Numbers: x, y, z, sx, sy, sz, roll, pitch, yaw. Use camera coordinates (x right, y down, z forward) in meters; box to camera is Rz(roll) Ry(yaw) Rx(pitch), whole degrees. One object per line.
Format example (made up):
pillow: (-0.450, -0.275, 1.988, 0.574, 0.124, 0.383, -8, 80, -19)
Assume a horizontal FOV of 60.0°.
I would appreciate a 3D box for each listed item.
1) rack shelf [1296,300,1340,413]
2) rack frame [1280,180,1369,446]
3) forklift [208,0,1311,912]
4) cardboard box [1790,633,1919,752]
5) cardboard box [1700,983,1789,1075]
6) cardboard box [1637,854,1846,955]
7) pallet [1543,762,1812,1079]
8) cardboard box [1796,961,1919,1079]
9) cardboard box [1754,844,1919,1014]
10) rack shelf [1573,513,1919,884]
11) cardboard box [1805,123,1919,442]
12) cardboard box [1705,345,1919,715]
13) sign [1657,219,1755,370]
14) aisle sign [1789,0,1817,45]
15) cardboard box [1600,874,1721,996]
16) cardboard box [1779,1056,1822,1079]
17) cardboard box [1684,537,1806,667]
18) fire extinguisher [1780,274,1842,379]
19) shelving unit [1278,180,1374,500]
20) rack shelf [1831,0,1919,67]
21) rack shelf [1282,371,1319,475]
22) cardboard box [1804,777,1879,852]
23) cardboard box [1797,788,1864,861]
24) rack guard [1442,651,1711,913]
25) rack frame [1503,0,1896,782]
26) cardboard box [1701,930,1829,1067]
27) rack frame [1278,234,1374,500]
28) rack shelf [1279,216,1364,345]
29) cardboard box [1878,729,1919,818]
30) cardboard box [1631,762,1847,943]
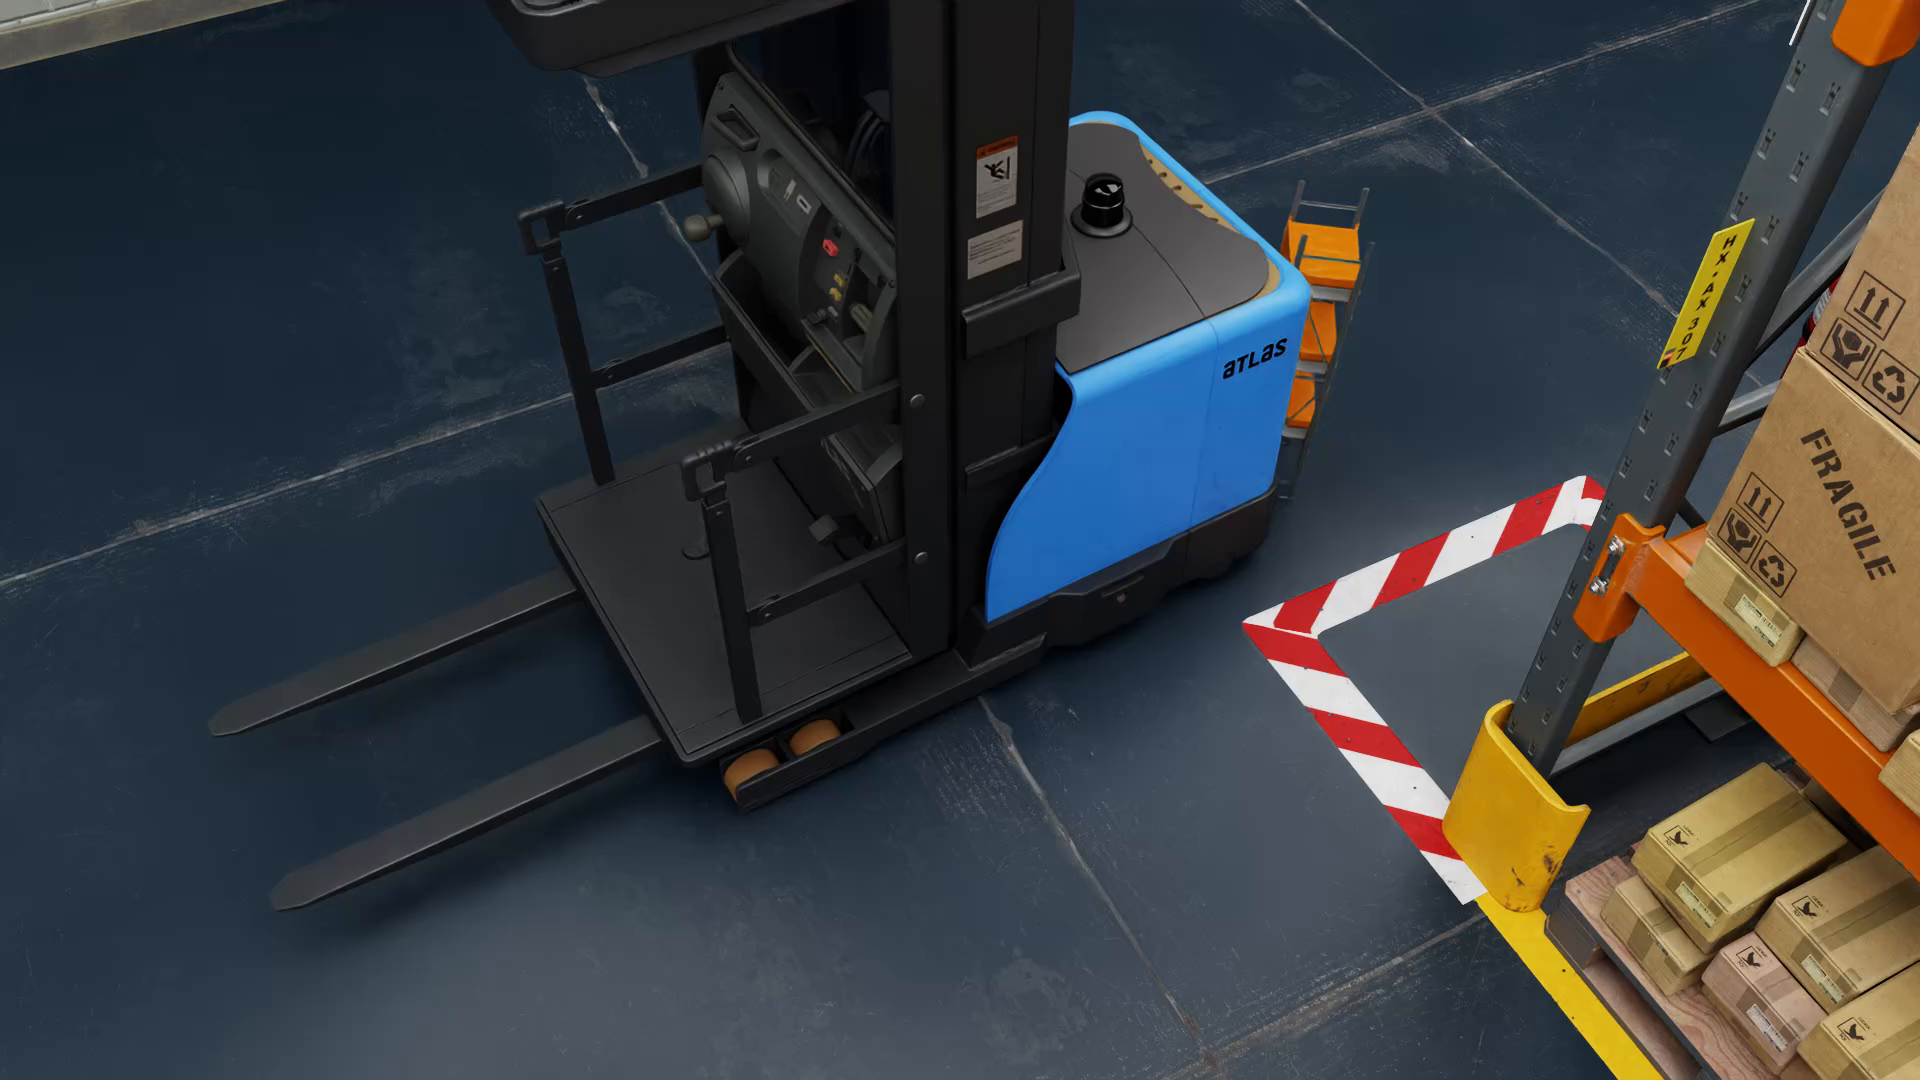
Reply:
rack shelf: (1.018, -0.570, 5.057, 0.215, 0.259, 0.240, 7, 49, 1)
rack frame: (1.031, -0.669, 5.128, 0.200, 1.050, 0.008, 7, 49, 1)
forklift: (-0.574, -0.687, 3.904, 3.031, 2.935, 1.130, -24, 53, -20)
cardboard box: (1.871, 0.216, 3.235, 0.380, 0.149, 0.250, -19, 52, -16)
cardboard box: (2.009, 1.056, 3.949, 0.380, 0.149, 0.250, -21, 52, -18)
cardboard box: (1.873, 0.789, 3.985, 0.380, 0.149, 0.250, -19, 52, -16)
pallet: (2.236, 1.172, 4.085, 1.003, 0.211, 1.213, -21, 52, -18)
cardboard box: (2.033, 1.075, 3.536, 0.380, 0.149, 0.250, -21, 52, -18)
cardboard box: (2.032, 0.863, 3.723, 0.380, 0.149, 0.250, -20, 52, -17)
rack shelf: (2.776, 1.223, 2.666, 1.077, 0.370, 4.000, -21, 52, -18)
cardboard box: (1.831, -0.421, 2.697, 0.500, 0.500, 0.500, -21, 52, -18)
cardboard box: (1.821, -0.088, 3.070, 0.500, 0.500, 0.500, -19, 51, -16)
sign: (1.379, -0.451, 3.076, 0.100, 0.325, 0.005, -21, 52, -18)
aisle sign: (1.561, -1.154, 2.540, 0.394, 0.787, 0.004, -21, 52, -18)
cardboard box: (1.816, 0.909, 4.078, 0.380, 0.149, 0.250, -20, 52, -17)
cardboard box: (2.129, 1.219, 3.806, 0.380, 0.149, 0.250, -21, 52, -17)
cardboard box: (1.718, 0.060, 3.372, 0.380, 0.149, 0.250, -22, 52, -18)
fire extinguisher: (2.156, -0.532, 4.022, 0.296, 0.674, 0.183, -21, 52, -18)
shelving unit: (1.019, -0.577, 5.049, 0.215, 1.050, 0.252, 7, 49, 1)
rack shelf: (2.776, 0.235, 1.537, 1.077, 0.370, 4.000, -21, 52, -18)
rack shelf: (1.000, -0.389, 5.267, 0.215, 0.259, 0.240, 7, 49, 1)
cardboard box: (2.357, 0.605, 4.146, 0.380, 0.149, 0.250, -22, 53, -18)
cardboard box: (2.288, 0.728, 4.235, 0.380, 0.149, 0.250, -20, 52, -17)
rack guard: (1.896, 0.521, 4.462, 1.175, 0.500, 0.348, -21, 52, -18)
rack frame: (1.861, -0.353, 3.566, 1.000, 3.000, 0.127, -21, 52, -18)
cardboard box: (1.948, 0.992, 3.807, 0.380, 0.149, 0.250, -21, 52, -18)
rack frame: (1.006, -0.486, 4.969, 0.200, 1.050, 0.008, 7, 49, 1)
rack shelf: (1.036, -0.755, 4.842, 0.215, 0.259, 0.240, 7, 49, 1)
cardboard box: (1.947, 0.414, 3.062, 0.380, 0.149, 0.250, -23, 53, -19)
cardboard box: (1.799, 0.719, 3.848, 0.380, 0.149, 0.250, -23, 53, -19)
